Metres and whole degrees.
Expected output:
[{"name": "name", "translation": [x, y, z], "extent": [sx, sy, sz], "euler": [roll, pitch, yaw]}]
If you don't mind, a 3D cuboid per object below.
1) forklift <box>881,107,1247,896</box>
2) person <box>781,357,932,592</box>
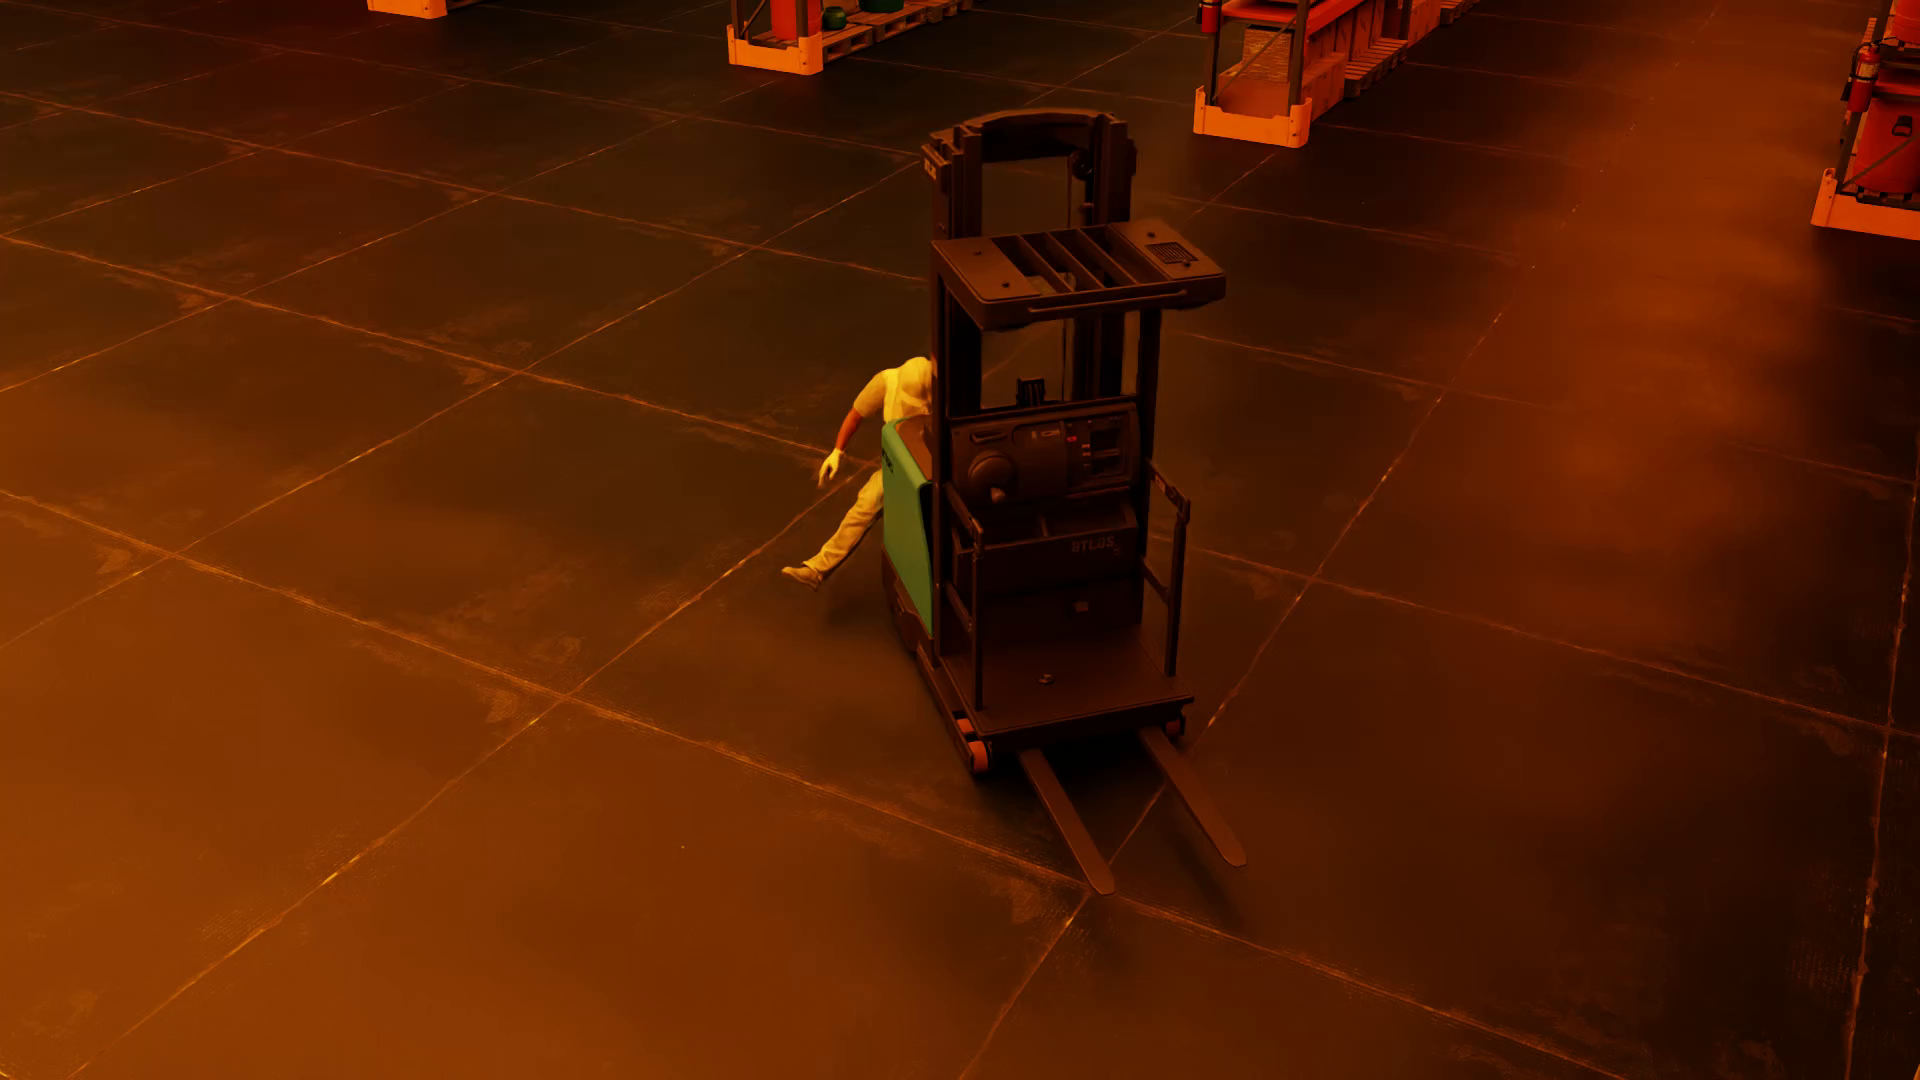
[{"name": "forklift", "translation": [0.476, -0.357, 7.690], "extent": [1.130, 2.935, 3.031], "euler": [-9, 31, -15]}, {"name": "person", "translation": [-0.291, -0.318, 9.142], "extent": [1.028, 1.450, 1.160], "euler": [14, 33, 23]}]
